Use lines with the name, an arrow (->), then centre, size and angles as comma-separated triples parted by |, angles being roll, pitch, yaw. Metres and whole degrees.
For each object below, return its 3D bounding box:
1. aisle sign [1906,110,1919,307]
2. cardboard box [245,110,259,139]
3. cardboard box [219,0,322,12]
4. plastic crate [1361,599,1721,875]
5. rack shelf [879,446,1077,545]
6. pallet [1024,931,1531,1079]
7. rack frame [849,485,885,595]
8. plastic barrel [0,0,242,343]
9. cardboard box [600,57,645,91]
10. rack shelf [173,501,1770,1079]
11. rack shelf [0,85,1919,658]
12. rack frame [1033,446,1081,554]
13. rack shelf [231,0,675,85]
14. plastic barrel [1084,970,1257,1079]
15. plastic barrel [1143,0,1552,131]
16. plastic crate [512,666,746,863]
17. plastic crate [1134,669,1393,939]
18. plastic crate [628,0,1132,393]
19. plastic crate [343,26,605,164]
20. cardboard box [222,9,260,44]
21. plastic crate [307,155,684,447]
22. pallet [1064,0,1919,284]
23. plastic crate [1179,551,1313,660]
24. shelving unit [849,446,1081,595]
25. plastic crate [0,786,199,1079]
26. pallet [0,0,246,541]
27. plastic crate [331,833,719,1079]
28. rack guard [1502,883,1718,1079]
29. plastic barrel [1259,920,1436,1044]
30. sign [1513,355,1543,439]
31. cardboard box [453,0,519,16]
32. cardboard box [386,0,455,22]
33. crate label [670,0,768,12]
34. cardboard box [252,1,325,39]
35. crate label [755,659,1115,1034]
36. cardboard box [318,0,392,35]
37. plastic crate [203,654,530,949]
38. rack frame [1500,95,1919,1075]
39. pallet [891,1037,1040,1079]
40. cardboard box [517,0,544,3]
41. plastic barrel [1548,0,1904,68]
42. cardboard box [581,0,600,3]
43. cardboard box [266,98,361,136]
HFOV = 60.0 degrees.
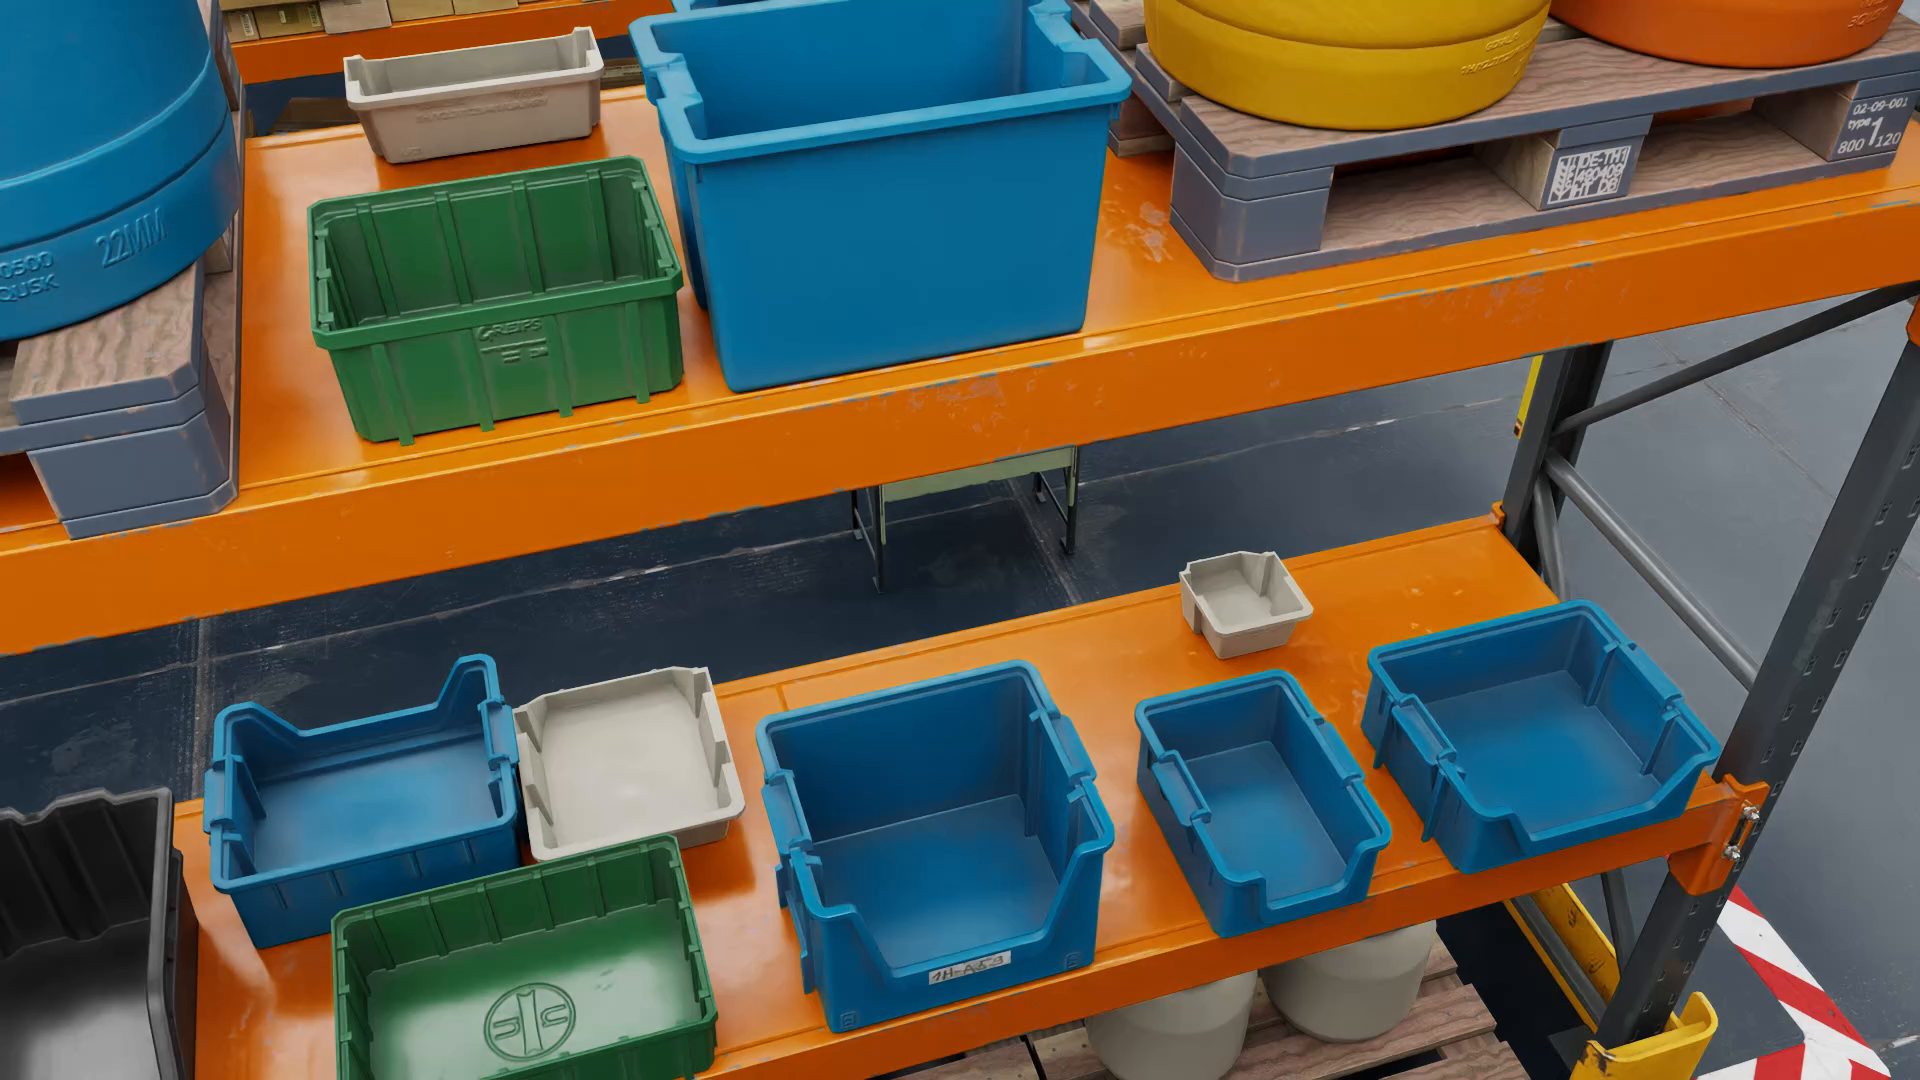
aisle sign -> 1.776, -0.728, 2.828 | 0.004, 0.787, 0.394 | -12, 42, -13
cardboard box -> -3.292, -1.510, 7.279 | 0.500, 0.500, 0.500 | -13, 43, -14
cardboard box -> -2.750, -2.515, 6.547 | 0.500, 0.500, 0.875 | -12, 42, -13
plastic crate -> 1.230, 0.422, 3.601 | 0.616, 0.251, 0.499 | -12, 42, -13
rack shelf -> 0.006, -0.321, 5.973 | 0.720, 0.370, 0.431 | -12, 42, -13
pallet -> 0.783, 1.331, 4.566 | 1.213, 0.211, 1.003 | -12, 42, -13
rack frame -> -0.343, -0.494, 5.675 | 0.023, 1.500, 0.400 | -12, 42, -13
plastic barrel -> -1.216, -0.737, 1.833 | 0.708, 0.901, 0.600 | -12, 42, -13
cardboard box -> -1.633, -1.882, 7.705 | 0.500, 0.500, 0.500 | -8, 42, -9
rack shelf -> -0.290, 0.745, 3.664 | 4.000, 0.370, 1.077 | -12, 42, -13
rack shelf -> -0.290, -0.385, 2.677 | 4.000, 0.370, 1.077 | -12, 42, -13
rack frame -> 0.355, -0.638, 5.841 | 0.023, 1.500, 0.400 | -12, 42, -13
rack shelf -> -1.778, -2.363, 7.222 | 4.000, 0.370, 1.077 | -12, 42, -13
plastic barrel -> 0.535, 1.135, 4.243 | 0.421, 0.512, 0.421 | 0, 41, 0
plastic barrel -> 0.569, -0.975, 2.344 | 0.600, 0.588, 0.600 | 0, 41, 0
plastic crate -> -0.725, 0.489, 3.611 | 0.437, 0.136, 0.530 | -12, 42, -13
plastic crate -> 0.609, 0.546, 3.458 | 0.408, 0.251, 0.499 | -12, 42, -13
plastic crate -> -0.111, -0.479, 2.251 | 0.575, 0.384, 0.392 | -12, 42, -13
plastic crate -> -0.788, -0.732, 2.728 | 0.396, 0.136, 0.243 | -12, 42, -13
cardboard box -> -2.917, -2.106, 6.572 | 0.250, 0.149, 0.380 | -12, 42, -13
plastic crate -> -0.611, -0.321, 2.219 | 0.450, 0.188, 0.336 | -12, 42, -13
pallet -> 0.799, -0.878, 2.838 | 1.213, 0.211, 1.003 | -12, 42, -13
plastic crate -> 0.668, 0.153, 3.995 | 0.250, 0.136, 0.298 | -12, 42, -13
shelving unit -> 0.006, -0.566, 5.758 | 0.755, 1.500, 0.431 | -12, 42, -13
plastic crate -> -1.660, 0.869, 3.023 | 0.504, 0.338, 0.767 | -12, 42, -13
pallet -> -1.539, -0.393, 2.284 | 1.003, 0.211, 1.213 | -12, 42, -13
plastic crate -> -0.818, 0.858, 3.149 | 0.662, 0.188, 0.450 | -12, 42, -13
rack guard -> 1.559, 1.065, 4.651 | 0.348, 0.500, 1.175 | -12, 42, -13
plastic barrel -> 1.013, 1.036, 4.357 | 0.421, 0.512, 0.421 | 0, 41, 0
sign -> 1.457, -0.372, 4.185 | 0.005, 0.325, 0.100 | -12, 42, -13
cardboard box -> -1.963, -2.303, 6.797 | 0.250, 0.149, 0.380 | -12, 42, -13
cardboard box -> -2.205, -2.260, 6.748 | 0.250, 0.149, 0.380 | -12, 42, -13
crate label -> -0.267, -0.832, 2.756 | 0.408, 0.251, 0.502 | -12, 42, -13
cardboard box -> -2.682, -2.161, 6.635 | 0.250, 0.149, 0.380 | -12, 42, -13
crate label -> -0.057, 0.599, 3.258 | 0.616, 0.435, 0.502 | -12, 42, -13
cardboard box -> -2.431, -2.185, 6.662 | 0.250, 0.149, 0.380 | -12, 42, -13
plastic crate -> -1.223, 0.536, 3.469 | 0.616, 0.251, 0.499 | -12, 42, -13
rack frame -> 1.618, 0.079, 3.880 | 0.127, 3.000, 1.000 | -12, 42, -13
pallet -> -0.379, 1.569, 4.293 | 1.213, 0.211, 1.003 | -12, 42, -13
cardboard box -> -1.738, -2.381, 6.886 | 0.250, 0.149, 0.380 | -12, 42, -13
plastic barrel -> 1.192, -1.195, 2.412 | 0.708, 0.830, 0.600 | -12, 42, -13
cardboard box -> -1.479, -2.387, 6.893 | 0.250, 0.149, 0.380 | -12, 42, -13
cardboard box -> -2.748, -1.628, 7.414 | 0.500, 0.500, 0.500 | 1, 41, 1
